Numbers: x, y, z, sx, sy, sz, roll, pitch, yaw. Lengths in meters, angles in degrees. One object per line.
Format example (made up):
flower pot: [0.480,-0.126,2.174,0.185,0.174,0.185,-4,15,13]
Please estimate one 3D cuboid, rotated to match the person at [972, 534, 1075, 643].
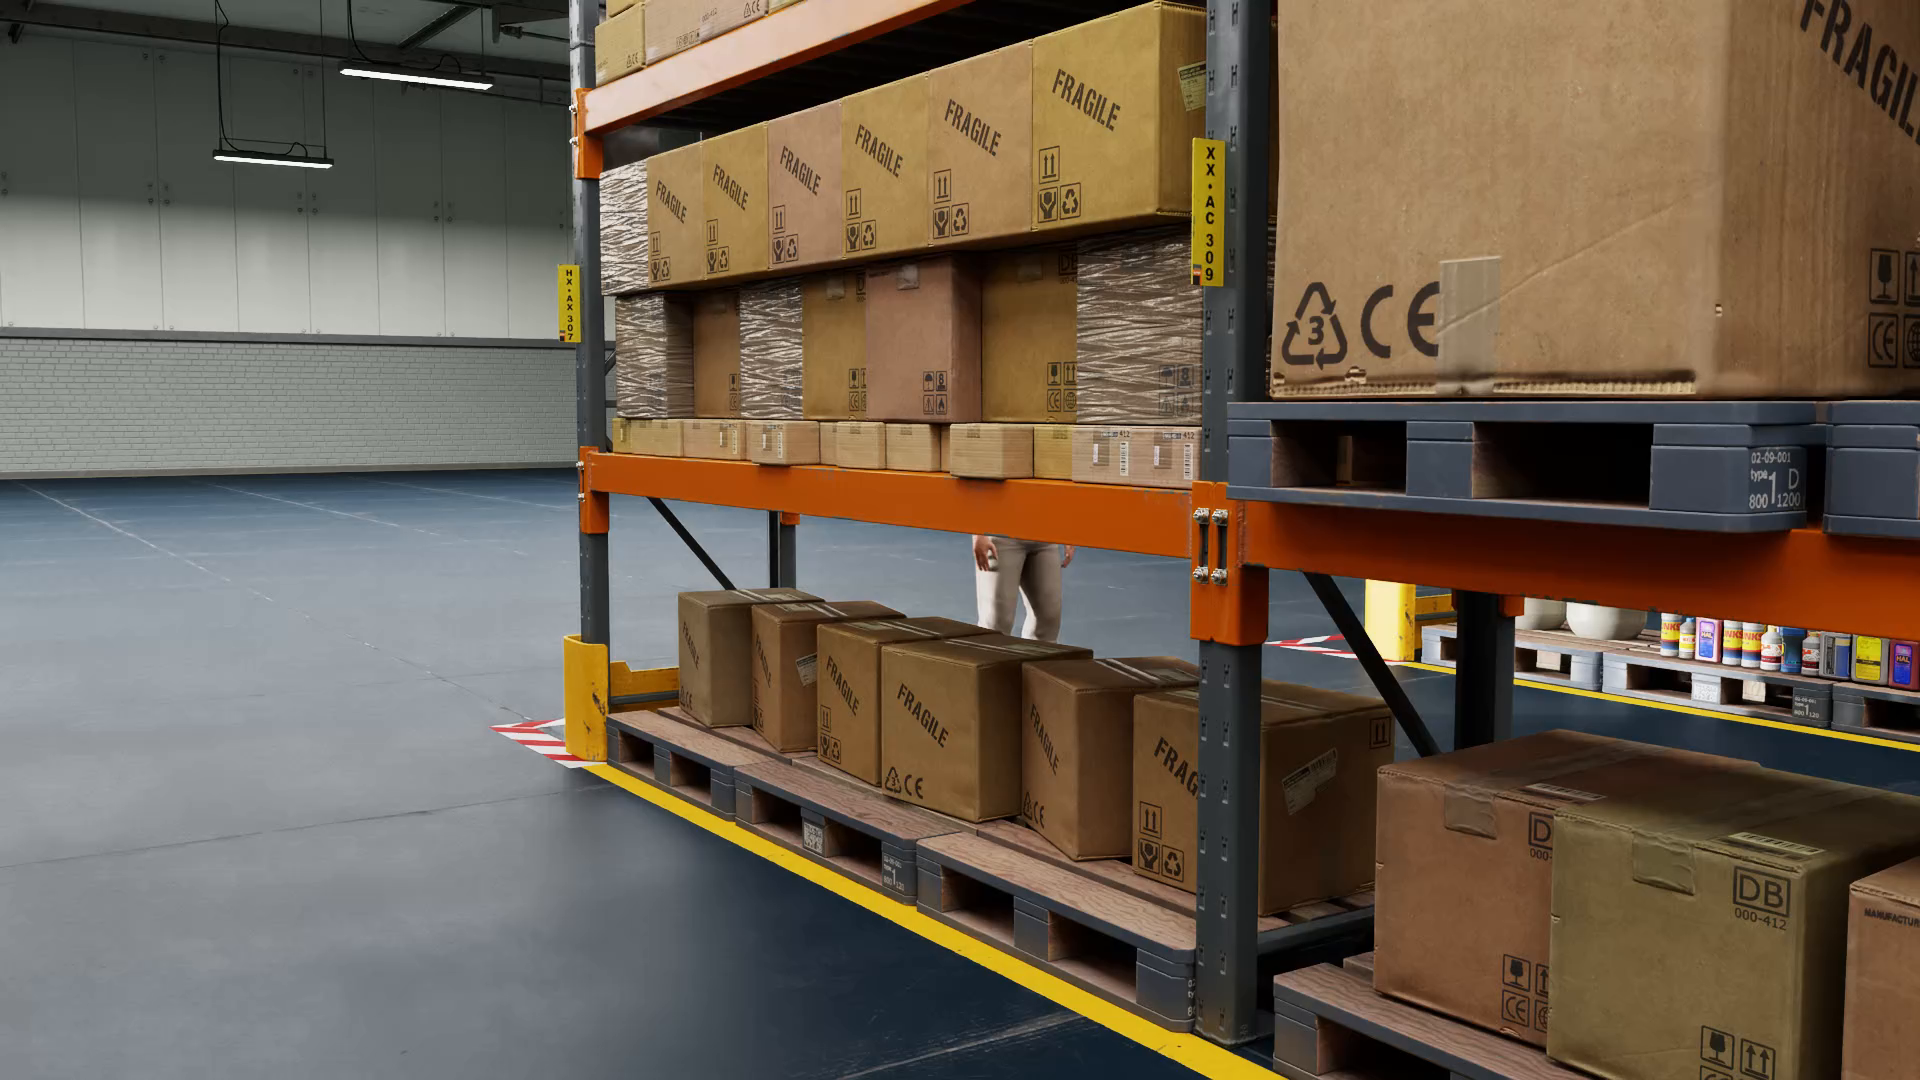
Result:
person: [0.292,-0.003,7.931,0.586,1.727,0.389,-3,6,-33]
